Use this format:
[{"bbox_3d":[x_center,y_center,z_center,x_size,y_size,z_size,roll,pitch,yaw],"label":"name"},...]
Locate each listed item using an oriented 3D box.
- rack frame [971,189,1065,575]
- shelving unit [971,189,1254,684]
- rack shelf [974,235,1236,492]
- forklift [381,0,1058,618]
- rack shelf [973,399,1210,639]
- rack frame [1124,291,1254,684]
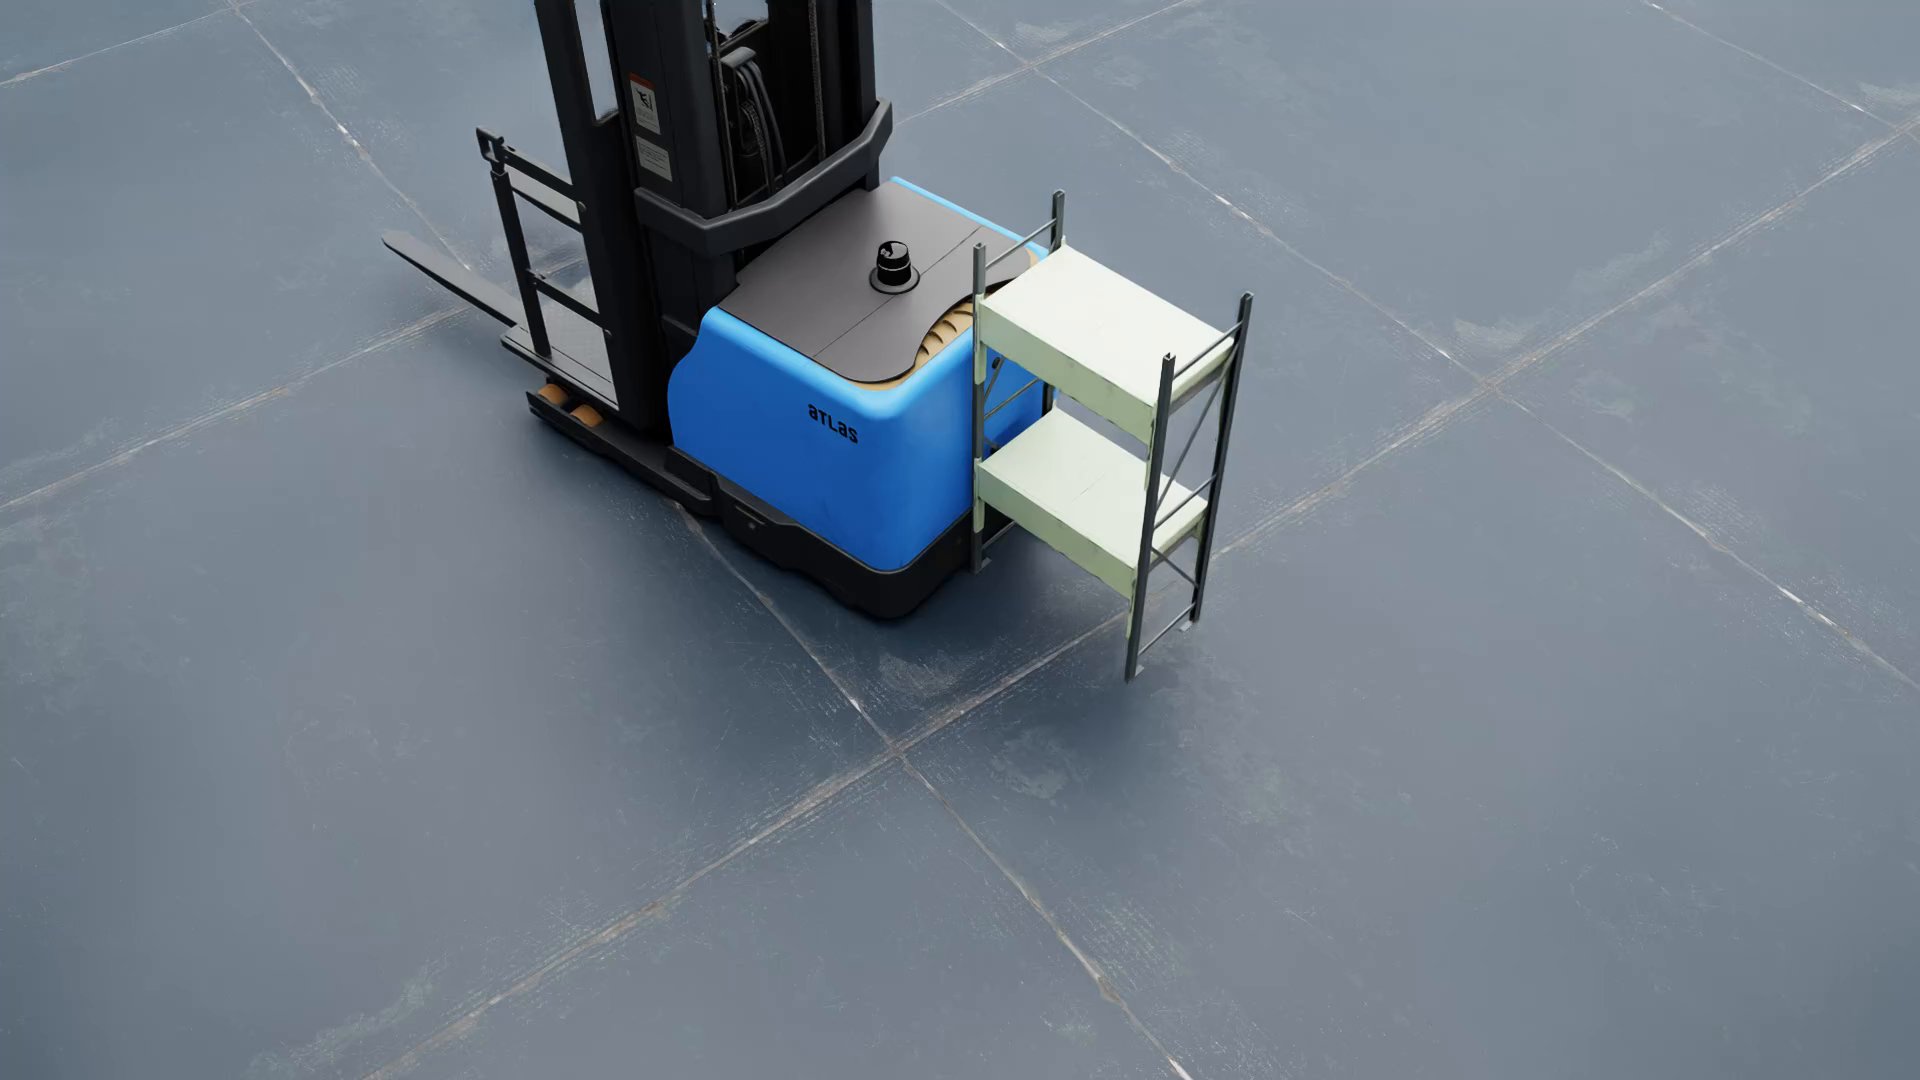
[{"bbox_3d":[0.185,-0.488,5.680,0.023,1.500,0.400,35,57,27],"label":"rack frame"},{"bbox_3d":[0.451,-0.301,5.511,0.755,1.500,0.431,35,57,27],"label":"shelving unit"},{"bbox_3d":[0.451,-0.564,5.222,0.720,0.370,0.431,35,57,27],"label":"rack shelf"},{"bbox_3d":[-1.093,-1.630,5.749,3.031,2.935,1.130,31,55,25],"label":"forklift"},{"bbox_3d":[0.451,-0.083,5.753,0.720,0.370,0.431,35,57,27],"label":"rack shelf"},{"bbox_3d":[0.717,-0.115,5.342,0.023,1.500,0.400,35,57,27],"label":"rack frame"}]
